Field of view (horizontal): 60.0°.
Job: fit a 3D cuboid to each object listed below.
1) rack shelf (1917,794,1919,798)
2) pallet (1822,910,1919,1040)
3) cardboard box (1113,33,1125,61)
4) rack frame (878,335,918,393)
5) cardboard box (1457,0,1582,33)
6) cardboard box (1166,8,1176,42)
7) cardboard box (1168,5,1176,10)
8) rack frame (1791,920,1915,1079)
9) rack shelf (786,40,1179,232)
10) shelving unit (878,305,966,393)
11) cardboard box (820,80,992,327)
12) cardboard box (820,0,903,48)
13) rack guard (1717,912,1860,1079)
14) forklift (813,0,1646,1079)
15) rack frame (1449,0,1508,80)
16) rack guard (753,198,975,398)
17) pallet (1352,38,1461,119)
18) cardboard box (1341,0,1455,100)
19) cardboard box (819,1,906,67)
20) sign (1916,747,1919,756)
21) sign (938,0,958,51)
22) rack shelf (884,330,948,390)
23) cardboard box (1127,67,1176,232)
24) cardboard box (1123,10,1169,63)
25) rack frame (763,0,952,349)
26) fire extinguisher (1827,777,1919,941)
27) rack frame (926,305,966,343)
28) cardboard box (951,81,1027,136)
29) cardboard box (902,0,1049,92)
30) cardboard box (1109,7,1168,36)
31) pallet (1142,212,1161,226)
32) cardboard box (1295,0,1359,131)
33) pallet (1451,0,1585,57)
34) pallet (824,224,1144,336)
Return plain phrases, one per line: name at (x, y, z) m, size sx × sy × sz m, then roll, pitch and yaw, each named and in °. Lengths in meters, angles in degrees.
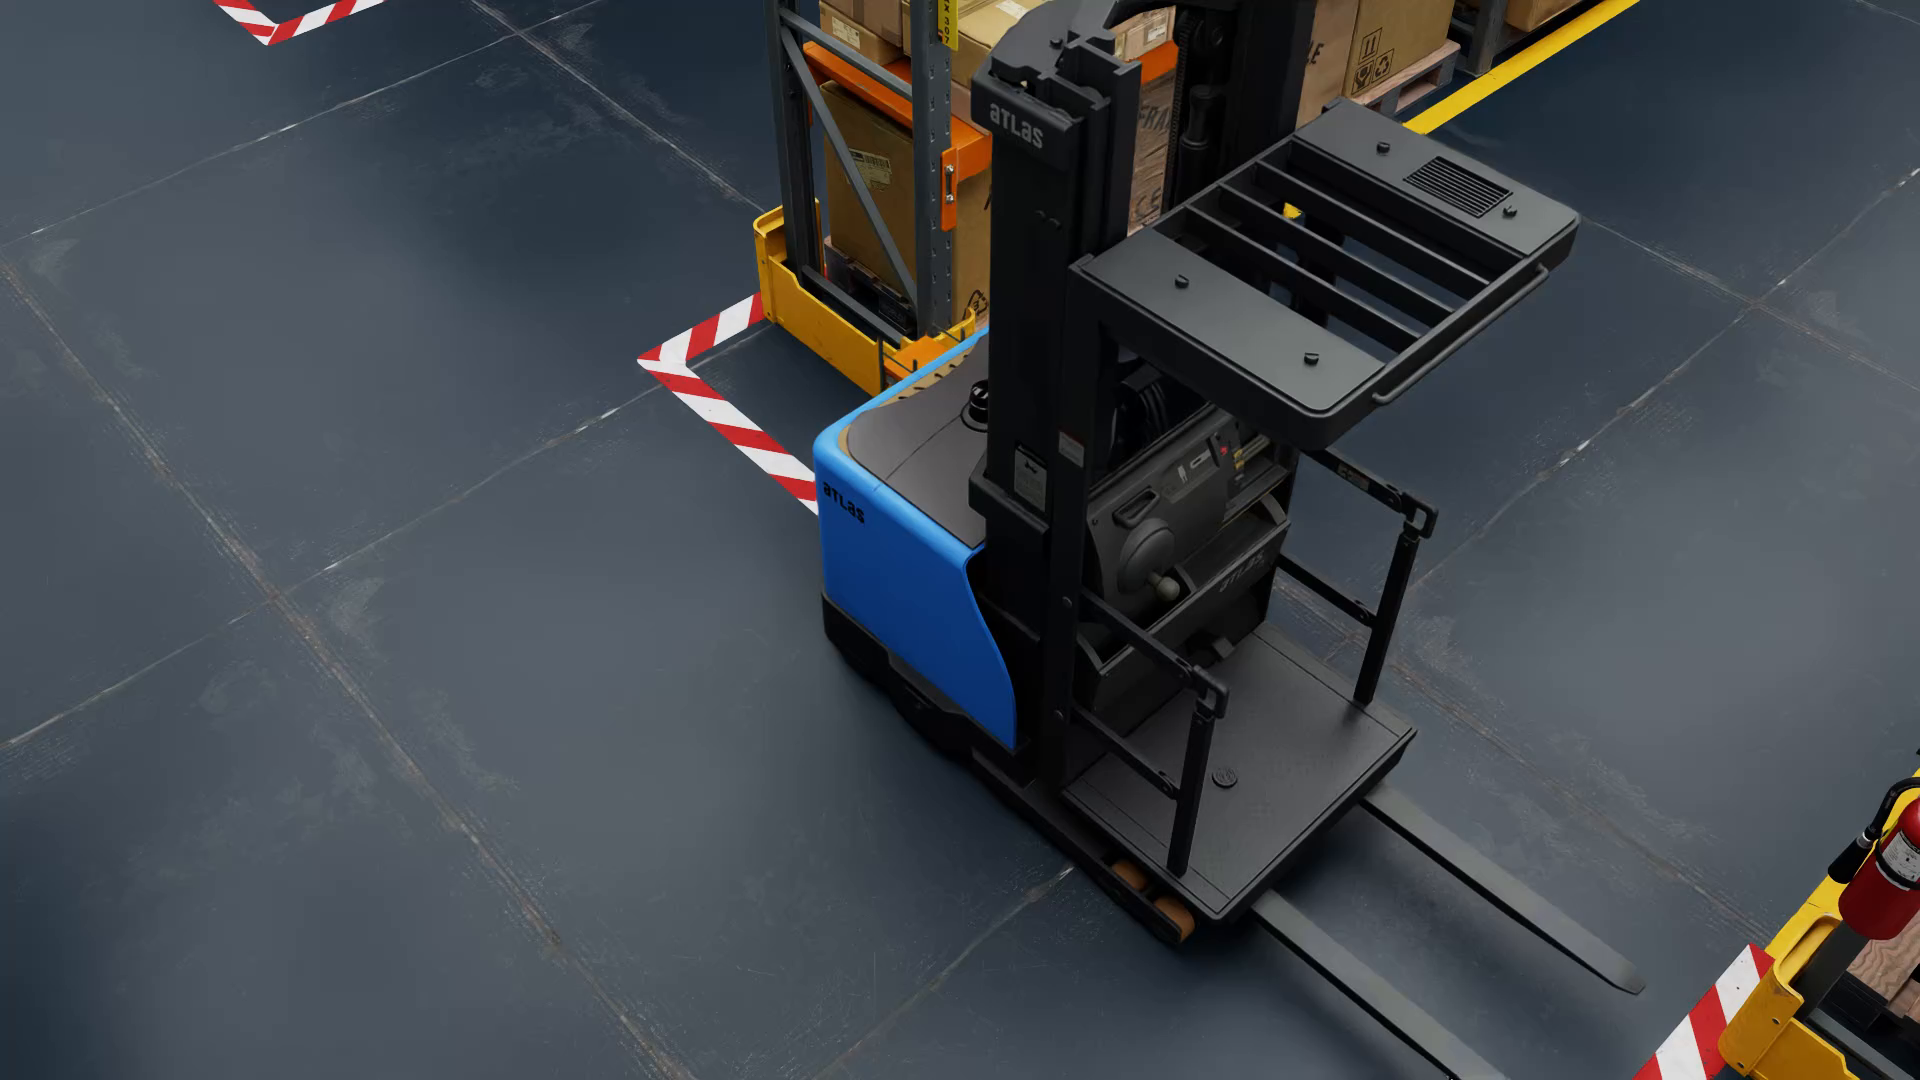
rack shelf at (4.400, 0.077, 5.181) m, size 4.000 × 0.370 × 1.077 m, roll -34°, pitch 56°, yaw -27°
pallet at (3.556, 1.380, 5.386) m, size 1.213 × 0.211 × 1.003 m, roll -34°, pitch 56°, yaw -27°
cardboard box at (0.451, -2.037, 6.813) m, size 0.250 × 0.149 × 0.380 m, roll -35°, pitch 56°, yaw -28°
rack frame at (-0.226, -0.339, 6.402) m, size 0.008 × 1.050 × 0.200 m, roll -36°, pitch 57°, yaw -29°
cardboard box at (3.008, -3.599, 9.243) m, size 0.875 × 0.875 × 1.225 m, roll -34°, pitch 56°, yaw -27°
cardboard box at (0.832, -2.292, 7.048) m, size 0.250 × 0.149 × 0.380 m, roll -35°, pitch 56°, yaw -28°
cardboard box at (0.879, -2.519, 6.987) m, size 0.500 × 0.250 × 0.500 m, roll -36°, pitch 57°, yaw -28°
rack frame at (2.920, 0.821, 4.004) m, size 0.127 × 3.000 × 1.000 m, roll -34°, pitch 56°, yaw -27°
rack shelf at (1.068, -2.617, 7.666) m, size 4.000 × 0.370 × 1.077 m, roll -34°, pitch 56°, yaw -27°
shelving unit at (-0.139, -0.402, 6.460) m, size 0.252 × 1.050 × 0.215 m, roll -36°, pitch 57°, yaw -29°
cardboard box at (0.008, -1.654, 7.448) m, size 0.875 × 0.875 × 0.875 m, roll -34°, pitch 56°, yaw -27°
cardboard box at (-0.232, -2.306, 6.789) m, size 0.500 × 0.250 × 0.500 m, roll -35°, pitch 56°, yaw -28°
rack guard at (2.911, 1.688, 4.906) m, size 0.348 × 0.500 × 1.175 m, roll -34°, pitch 56°, yaw -27°
forklift at (0.864, -0.081, 4.884) m, size 1.130 × 2.935 × 3.031 m, roll -35°, pitch 56°, yaw -28°
rack frame at (2.547, -3.850, 8.314) m, size 0.127 × 3.000 × 1.000 m, roll -34°, pitch 56°, yaw -27°
rack guard at (-0.430, -1.012, 7.397) m, size 0.348 × 0.500 × 1.175 m, roll -34°, pitch 56°, yaw -27°
pallet at (1.932, -2.570, 9.031) m, size 1.213 × 0.211 × 1.003 m, roll -34°, pitch 56°, yaw -27°
cardboard box at (2.005, -2.989, 8.680) m, size 0.875 × 0.875 × 0.875 m, roll -34°, pitch 56°, yaw -27°
cardboard box at (-0.370, -2.142, 6.909) m, size 0.250 × 0.149 × 0.380 m, roll -33°, pitch 55°, yaw -27°
sign at (2.538, 0.475, 4.213) m, size 0.005 × 0.325 × 0.100 m, roll -34°, pitch 56°, yaw -27°
sign at (-0.043, -1.887, 5.861) m, size 0.005 × 0.325 × 0.100 m, roll -34°, pitch 56°, yaw -27°
rack shelf at (-0.139, -0.587, 6.259) m, size 0.240 × 0.259 × 0.215 m, roll -36°, pitch 57°, yaw -29°
cardboard box at (0.681, -2.104, 7.863) m, size 0.875 × 0.875 × 0.875 m, roll -34°, pitch 56°, yaw -27°
cardboard box at (0.643, -2.167, 6.932) m, size 0.250 × 0.149 × 0.380 m, roll -35°, pitch 56°, yaw -28°
rack frame at (-0.412, -1.872, 6.489) m, size 0.127 × 3.000 × 1.000 m, roll -34°, pitch 56°, yaw -27°
fire extinguisher at (2.503, 0.802, 4.329) m, size 0.183 × 0.674 × 0.296 m, roll -34°, pitch 56°, yaw -27°
rack frame at (-0.053, -0.465, 6.518) m, size 0.008 × 1.050 × 0.200 m, roll -36°, pitch 57°, yaw -29°
cardboard box at (0.073, -1.783, 6.578) m, size 0.250 × 0.149 × 0.380 m, roll -33°, pitch 55°, yaw -27°
cardboard box at (0.125, -2.012, 6.519) m, size 0.500 × 0.250 × 0.500 m, roll -35°, pitch 56°, yaw -28°
cardboard box at (0.505, -2.273, 6.759) m, size 0.500 × 0.250 × 0.500 m, roll -34°, pitch 56°, yaw -28°
pallet at (1.029, -1.964, 8.472) m, size 1.213 × 0.211 × 1.003 m, roll -34°, pitch 56°, yaw -27°
cardboard box at (1.339, -2.544, 8.269) m, size 0.875 × 0.875 × 0.875 m, roll -34°, pitch 56°, yaw -27°
pallet at (3.068, -3.326, 9.729) m, size 1.213 × 0.211 × 1.003 m, roll -34°, pitch 56°, yaw -27°
pallet at (0.127, -1.364, 7.918) m, size 1.213 × 0.211 × 1.003 m, roll -34°, pitch 56°, yaw -27°
